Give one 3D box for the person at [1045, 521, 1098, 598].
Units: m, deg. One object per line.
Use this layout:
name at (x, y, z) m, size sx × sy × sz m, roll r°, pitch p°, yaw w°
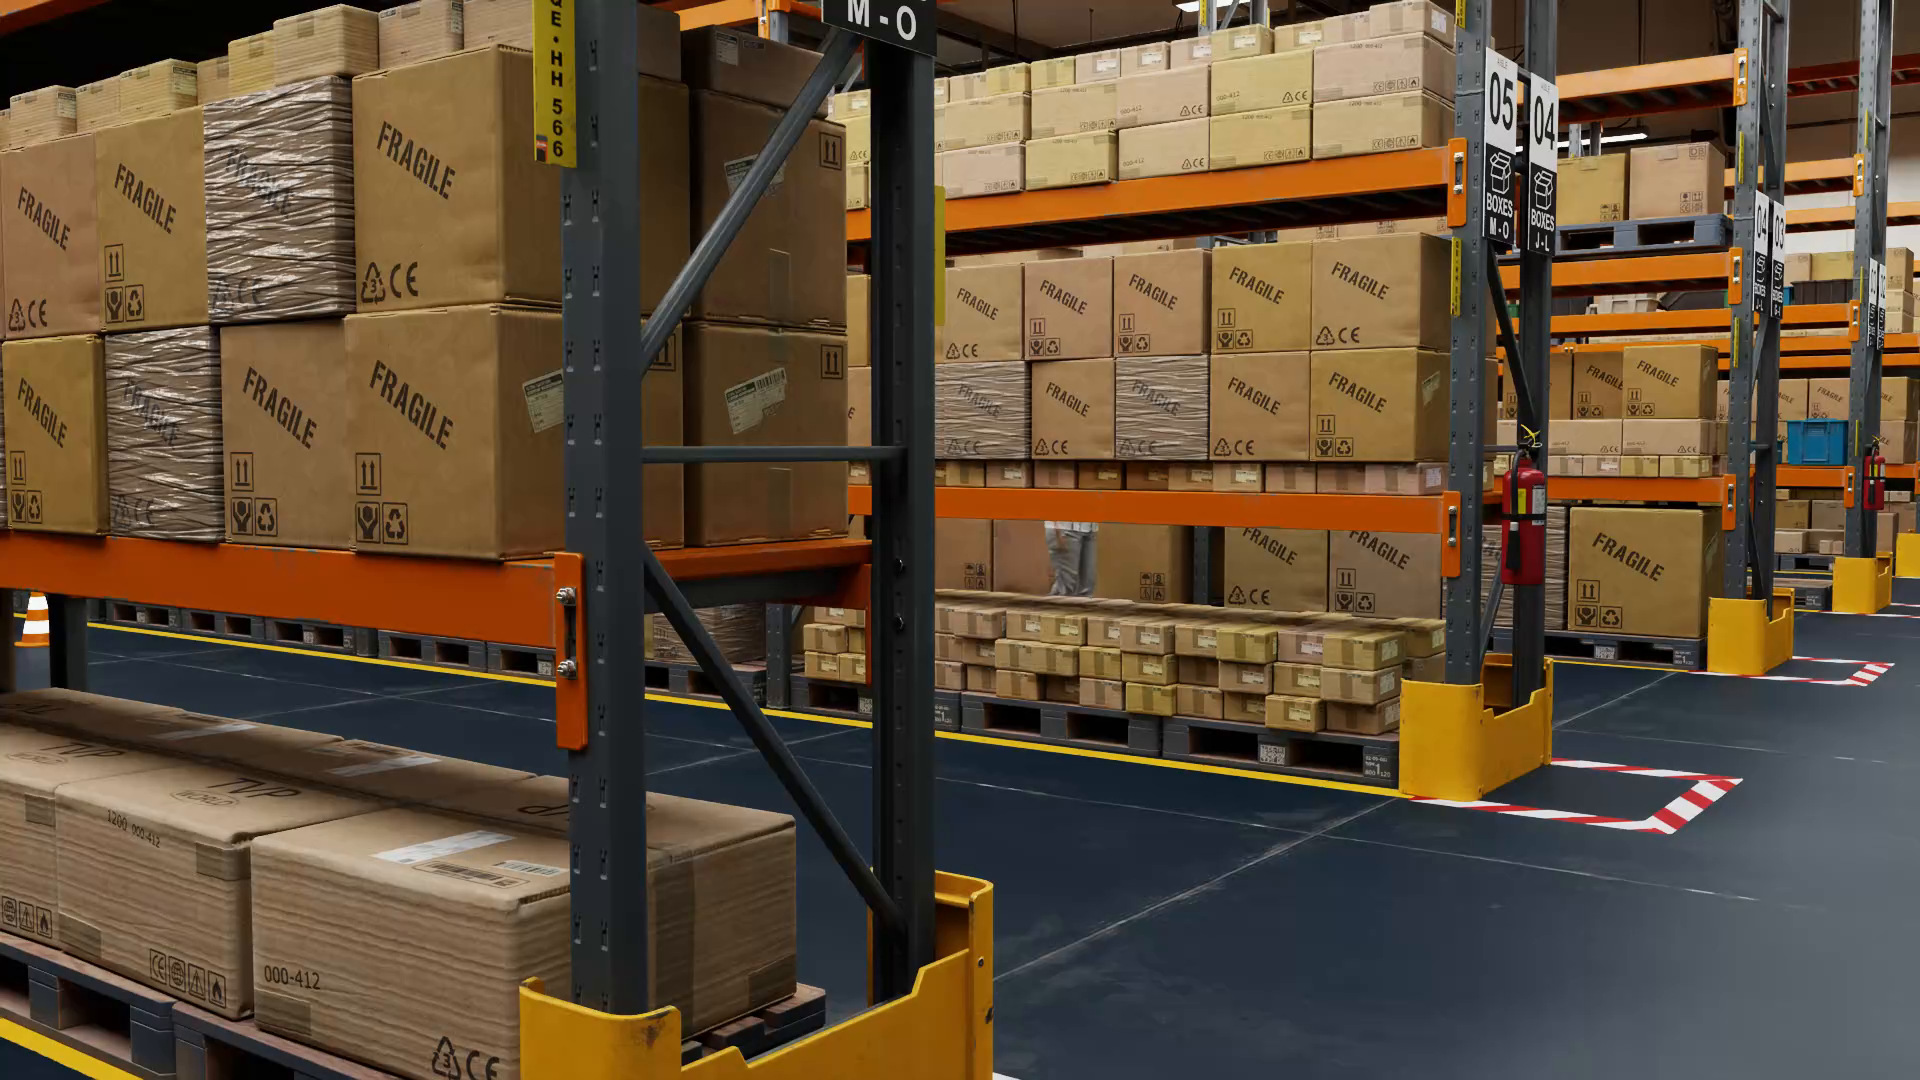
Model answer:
person at (0.884, -0.034, 12.871) m, size 0.390 × 1.660 × 0.471 m, roll 2°, pitch 4°, yaw 35°
